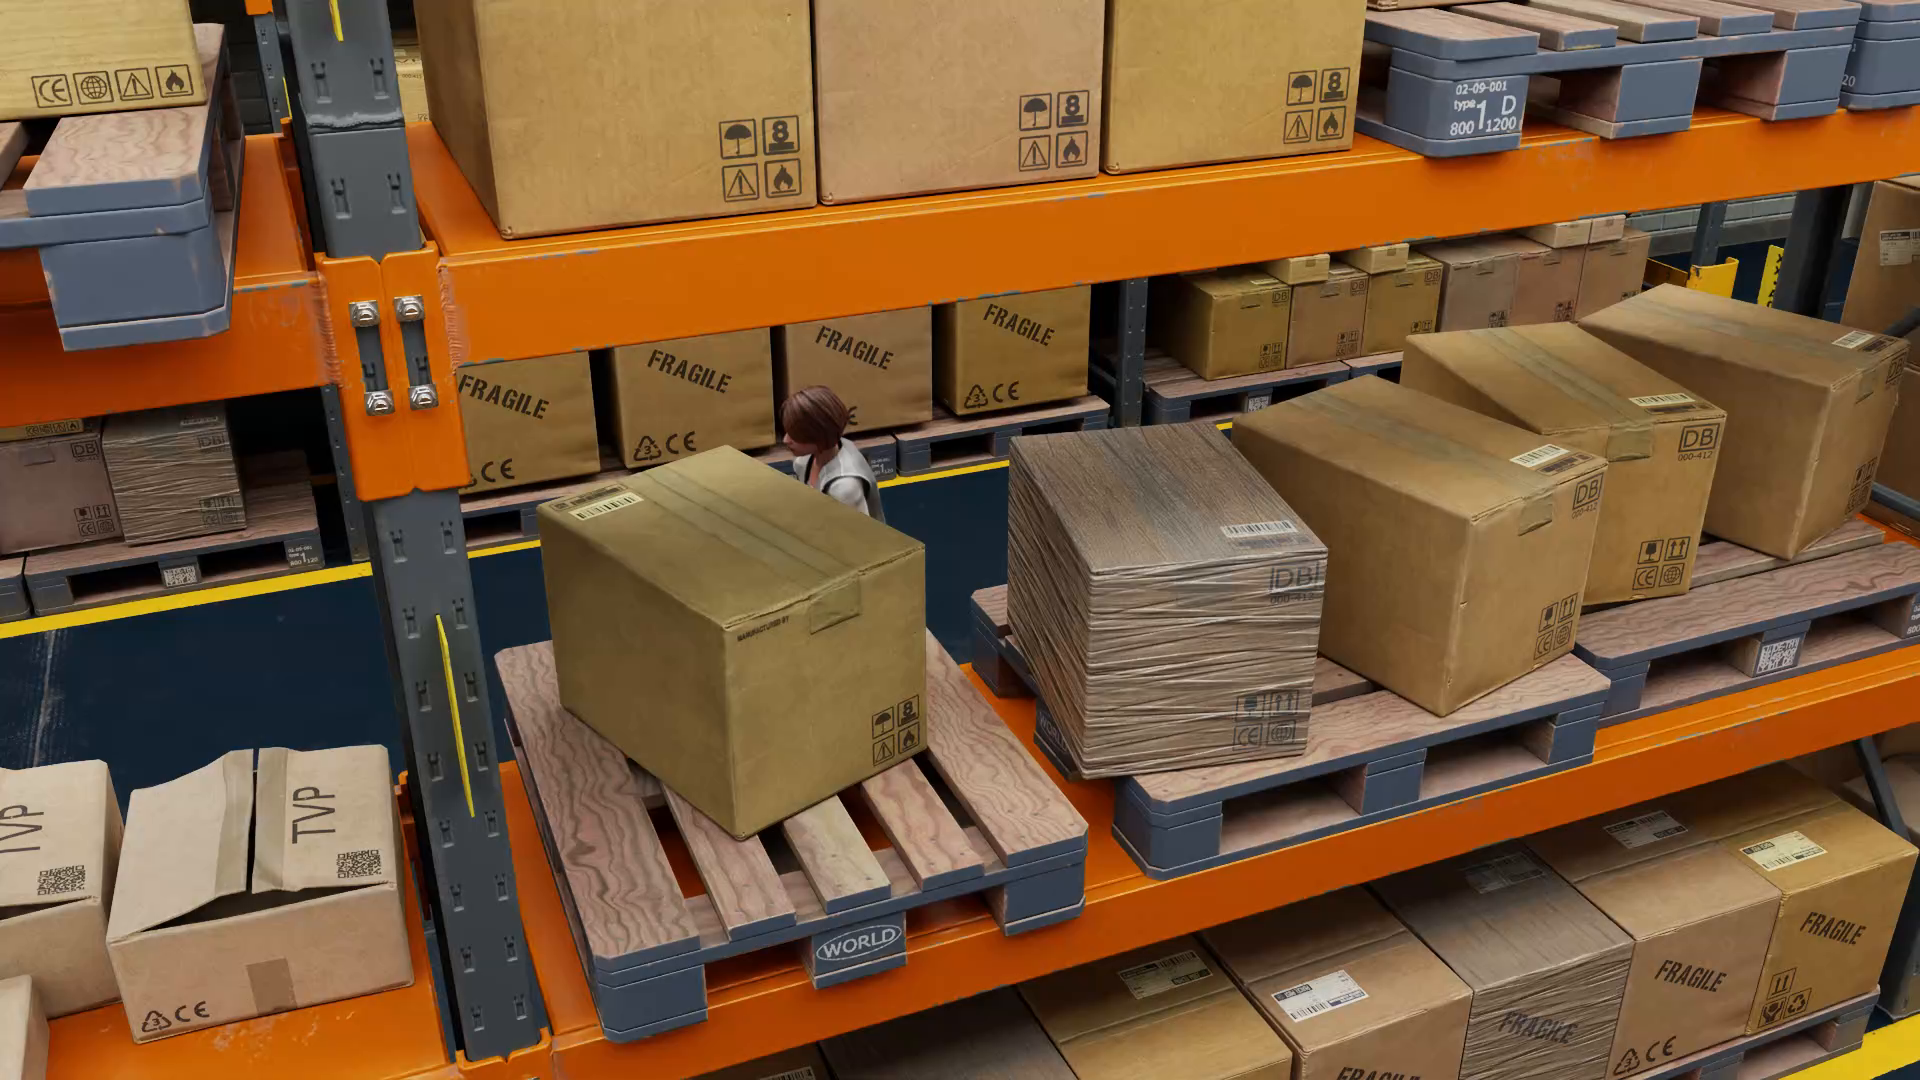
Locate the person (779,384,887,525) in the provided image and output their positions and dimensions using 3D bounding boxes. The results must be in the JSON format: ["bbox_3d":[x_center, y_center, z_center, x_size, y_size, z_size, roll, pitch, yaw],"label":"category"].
[{"bbox_3d":[-0.428,0.201,5.721,0.347,1.590,0.472,-12,29,-23],"label":"person"}]
